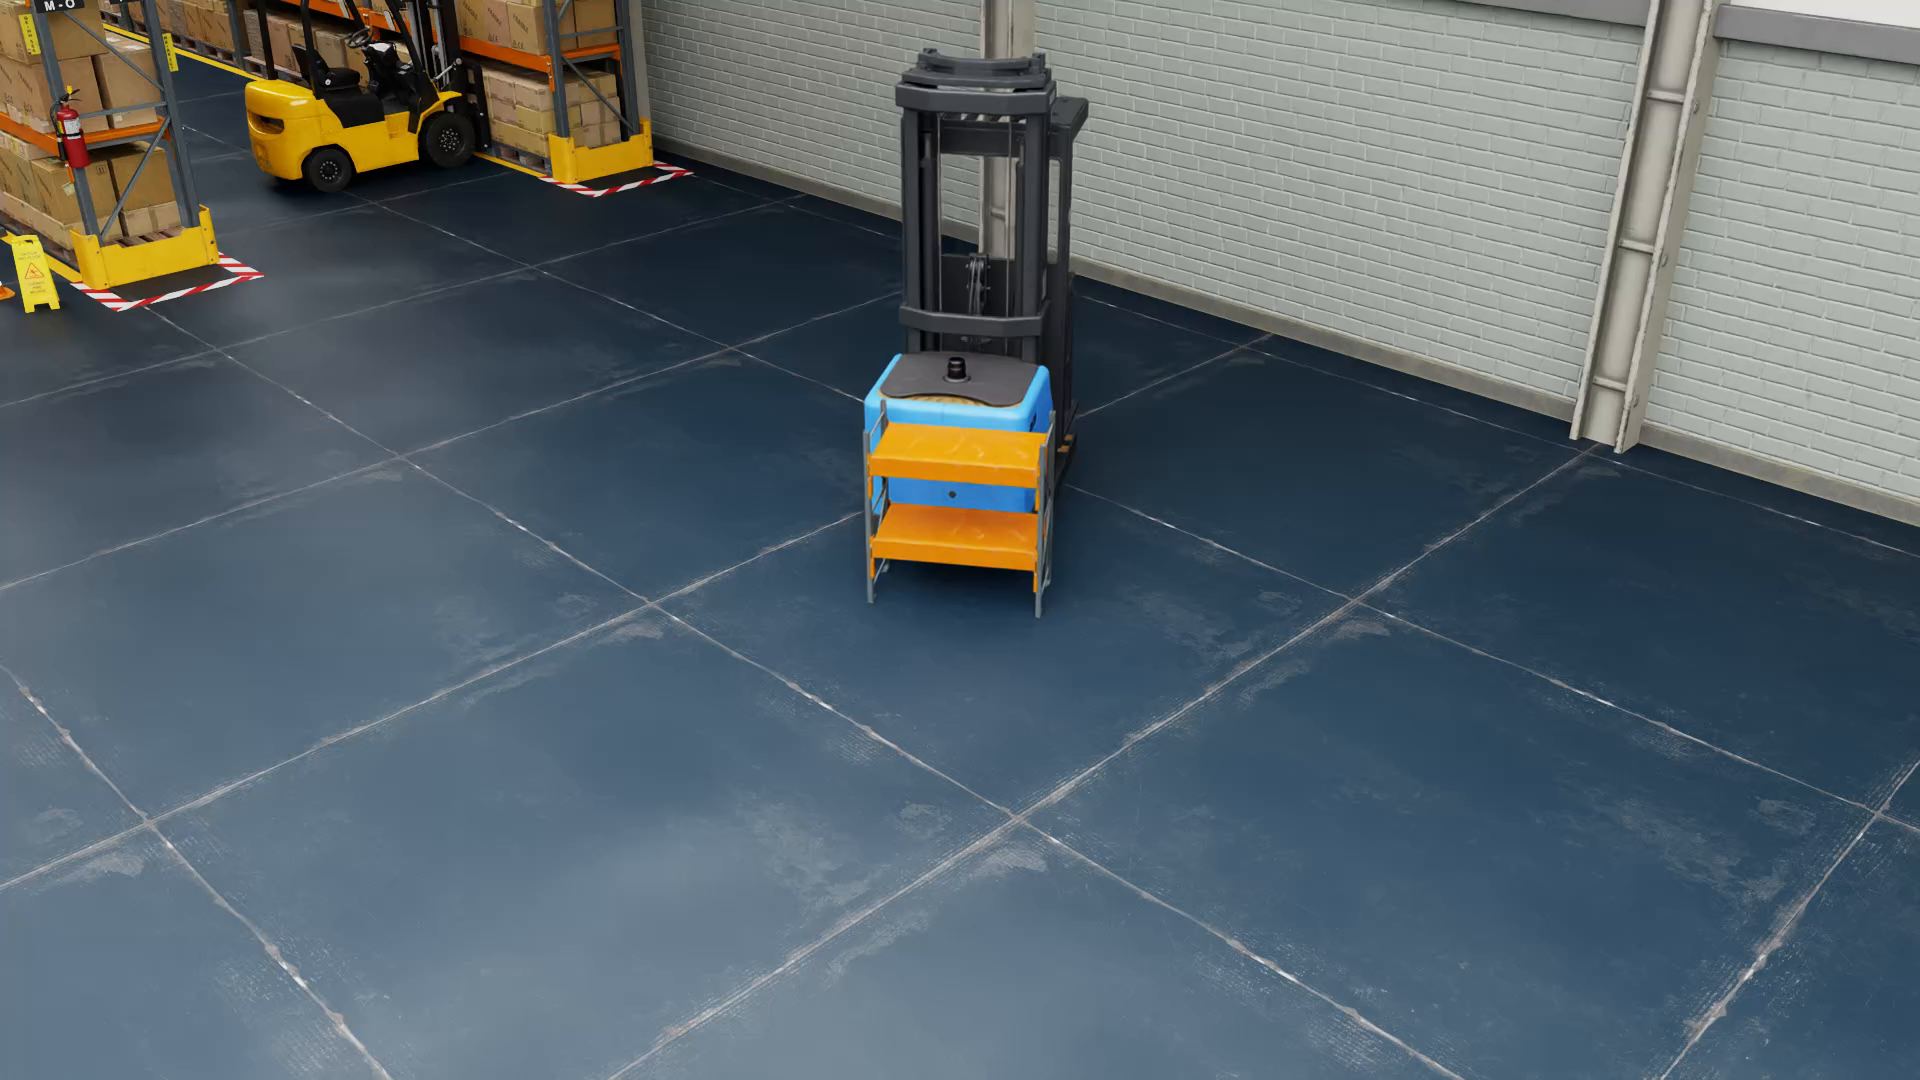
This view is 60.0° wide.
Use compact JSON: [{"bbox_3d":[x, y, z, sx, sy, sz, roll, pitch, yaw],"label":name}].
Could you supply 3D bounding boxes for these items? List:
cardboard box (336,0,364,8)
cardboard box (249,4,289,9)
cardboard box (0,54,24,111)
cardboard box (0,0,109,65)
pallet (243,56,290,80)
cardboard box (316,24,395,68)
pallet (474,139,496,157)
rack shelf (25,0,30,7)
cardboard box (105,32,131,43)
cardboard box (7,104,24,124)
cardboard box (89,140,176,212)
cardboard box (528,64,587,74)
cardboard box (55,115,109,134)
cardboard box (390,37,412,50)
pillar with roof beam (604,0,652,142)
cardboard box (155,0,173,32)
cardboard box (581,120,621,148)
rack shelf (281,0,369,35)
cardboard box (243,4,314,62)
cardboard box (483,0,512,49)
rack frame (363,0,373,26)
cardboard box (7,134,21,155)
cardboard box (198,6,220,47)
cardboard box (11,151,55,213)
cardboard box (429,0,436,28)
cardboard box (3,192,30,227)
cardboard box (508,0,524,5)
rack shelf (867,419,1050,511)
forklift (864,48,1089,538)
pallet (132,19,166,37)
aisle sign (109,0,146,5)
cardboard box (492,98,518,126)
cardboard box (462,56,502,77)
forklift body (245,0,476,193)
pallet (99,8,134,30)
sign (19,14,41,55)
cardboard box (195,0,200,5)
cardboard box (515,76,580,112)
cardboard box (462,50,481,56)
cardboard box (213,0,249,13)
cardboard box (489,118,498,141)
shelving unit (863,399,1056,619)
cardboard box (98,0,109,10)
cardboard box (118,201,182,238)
[{"bbox_3d":[-7.384,-6.767,20.551,0.500,0.250,0.500,-24,36,-38],"label":"cardboard box"},{"bbox_3d":[-9.798,-7.371,23.773,0.500,0.500,0.500,-24,36,-37],"label":"cardboard box"},{"bbox_3d":[-8.401,-4.229,15.135,0.500,0.500,0.500,25,36,38],"label":"cardboard box"},{"bbox_3d":[-7.984,-4.515,14.605,0.500,0.500,0.700,24,36,37],"label":"cardboard box"},{"bbox_3d":[-9.134,-6.545,22.964,1.213,0.211,1.003,25,36,38],"label":"pallet"},{"bbox_3d":[-7.770,-6.313,21.626,0.625,0.625,0.875,24,36,38],"label":"cardboard box"},{"bbox_3d":[-5.430,-4.850,19.740,1.213,0.211,1.003,25,36,38],"label":"pallet"},{"bbox_3d":[-8.893,-5.464,15.461,4.000,0.370,1.077,25,36,38],"label":"rack shelf"},{"bbox_3d":[-7.982,-4.393,15.447,0.500,0.500,0.500,-24,36,-38],"label":"cardboard box"},{"bbox_3d":[-8.514,-3.952,15.307,0.380,0.149,0.250,-25,36,-38],"label":"cardboard box"},{"bbox_3d":[-7.865,-3.465,15.808,0.500,0.500,0.500,23,36,37],"label":"cardboard box"},{"bbox_3d":[-4.558,-5.243,18.921,0.500,0.250,0.500,25,36,38],"label":"cardboard box"},{"bbox_3d":[-7.883,-3.742,14.907,0.380,0.149,0.250,-24,36,-38],"label":"cardboard box"},{"bbox_3d":[-6.717,-5.905,20.180,0.500,0.250,0.500,24,36,38],"label":"cardboard box"},{"bbox_3d":[-6.872,-7.203,14.774,0.400,9.000,9.100,25,36,38],"label":"pillar with roof beam"},{"bbox_3d":[-11.620,-7.878,24.738,0.500,0.500,0.500,23,36,37],"label":"cardboard box"},{"bbox_3d":[-4.202,-4.645,18.857,0.500,0.250,0.500,25,37,39],"label":"cardboard box"},{"bbox_3d":[-8.268,-7.090,21.777,4.000,0.370,1.077,25,36,38],"label":"rack shelf"},{"bbox_3d":[-9.259,-6.988,22.910,0.875,0.625,0.625,-24,36,-38],"label":"cardboard box"},{"bbox_3d":[-4.888,-5.741,18.330,0.500,0.500,0.500,-24,36,-38],"label":"cardboard box"},{"bbox_3d":[-6.842,-6.756,20.368,0.127,3.000,1.000,25,36,38],"label":"rack frame"},{"bbox_3d":[-8.707,-3.745,15.644,0.380,0.149,0.250,-25,36,-38],"label":"cardboard box"},{"bbox_3d":[-10.496,-7.374,23.778,0.500,0.500,0.500,24,36,38],"label":"cardboard box"},{"bbox_3d":[-8.595,-3.447,15.773,0.500,0.500,0.500,-24,36,-37],"label":"cardboard box"},{"bbox_3d":[-5.963,-6.239,19.279,0.500,0.500,0.500,24,36,38],"label":"cardboard box"},{"bbox_3d":[-8.973,-3.286,16.273,0.500,0.250,0.500,23,35,37],"label":"cardboard box"},{"bbox_3d":[-4.636,-5.876,17.890,0.380,0.149,0.250,-25,36,-38],"label":"cardboard box"},{"bbox_3d":[0.003,-0.448,9.758,1.000,0.278,0.538,5,28,9],"label":"rack shelf"},{"bbox_3d":[0.219,-1.825,11.066,1.130,2.935,3.031,6,28,11],"label":"forklift"},{"bbox_3d":[-11.940,-7.879,25.501,1.213,0.211,1.003,25,36,38],"label":"pallet"},{"bbox_3d":[-7.205,-5.035,14.303,0.004,0.787,0.394,25,36,38],"label":"aisle sign"},{"bbox_3d":[-4.906,-4.863,18.735,0.500,0.250,0.500,24,36,38],"label":"cardboard box"},{"bbox_3d":[-5.627,-5.403,19.224,0.500,0.250,0.500,24,36,37],"label":"cardboard box"},{"bbox_3d":[-6.621,-5.088,18.109,1.214,2.155,2.313,25,36,38],"label":"forklift body"},{"bbox_3d":[-13.035,-8.356,26.408,1.213,0.211,1.003,25,36,38],"label":"pallet"},{"bbox_3d":[-7.870,-4.277,14.070,0.005,0.325,0.100,25,36,38],"label":"sign"},{"bbox_3d":[-10.753,-7.785,23.864,0.380,0.149,0.250,-24,36,-38],"label":"cardboard box"},{"bbox_3d":[-4.536,-4.909,18.285,0.500,0.250,0.500,-24,36,-38],"label":"cardboard box"},{"bbox_3d":[-5.632,-5.741,19.867,0.500,0.250,0.500,25,37,39],"label":"cardboard box"},{"bbox_3d":[-10.224,-7.505,23.330,0.250,0.149,0.380,23,35,36],"label":"cardboard box"},{"bbox_3d":[-5.244,-4.800,19.151,0.500,0.250,0.500,-25,37,-39],"label":"cardboard box"},{"bbox_3d":[0.003,-0.189,9.894,1.048,1.125,0.538,5,28,9],"label":"shelving unit"},{"bbox_3d":[-13.404,-8.543,26.253,0.396,0.266,0.258,-24,36,-37],"label":"cardboard box"},{"bbox_3d":[-7.848,-3.126,15.968,0.500,0.250,0.500,24,36,38],"label":"cardboard box"}]
